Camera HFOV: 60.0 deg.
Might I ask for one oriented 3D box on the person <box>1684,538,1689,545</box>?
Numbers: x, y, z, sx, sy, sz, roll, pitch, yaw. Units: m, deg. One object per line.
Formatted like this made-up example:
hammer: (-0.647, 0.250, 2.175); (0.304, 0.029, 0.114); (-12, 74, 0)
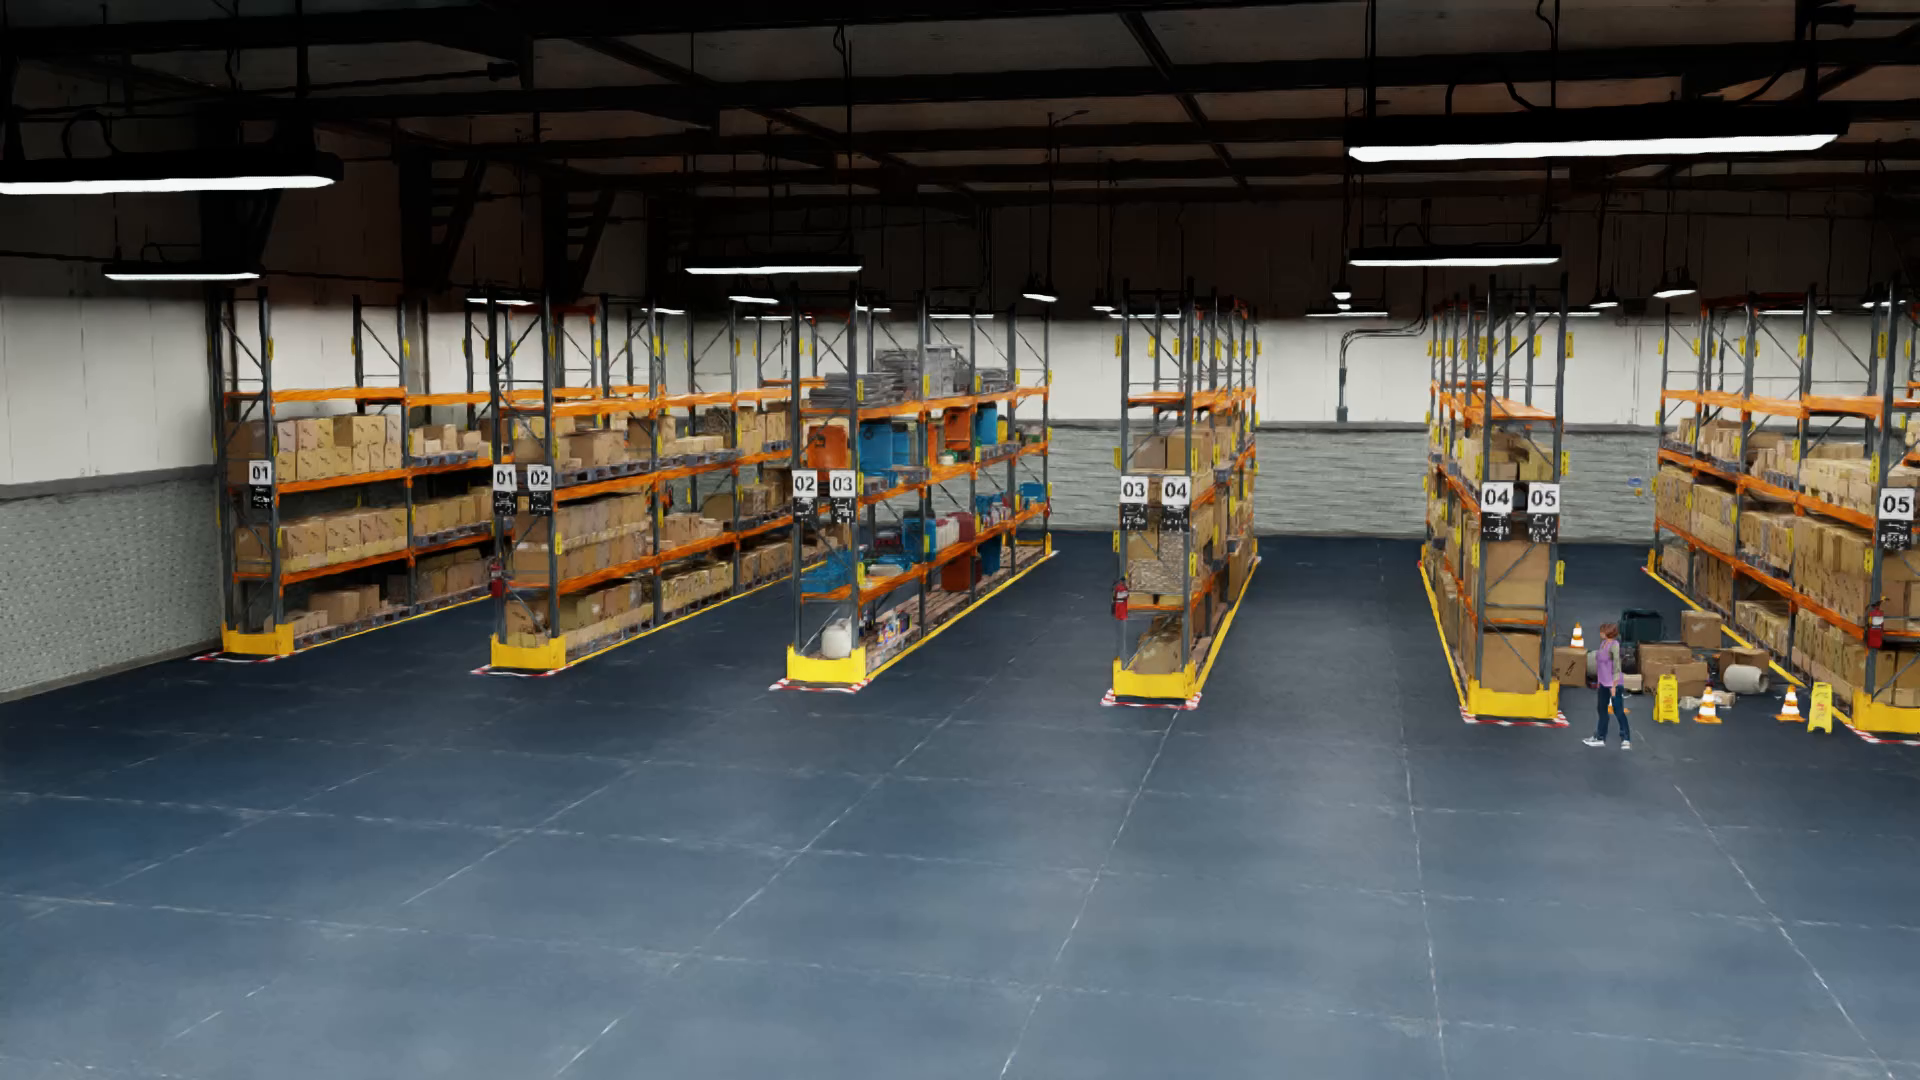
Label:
person: (16.863, -0.250, 38.197); (0.511, 1.764, 0.579); (-2, 7, -16)

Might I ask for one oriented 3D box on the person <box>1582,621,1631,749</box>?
person: (8.200, 1.818, 20.931); (0.501, 1.595, 0.539); (0, 7, -3)
